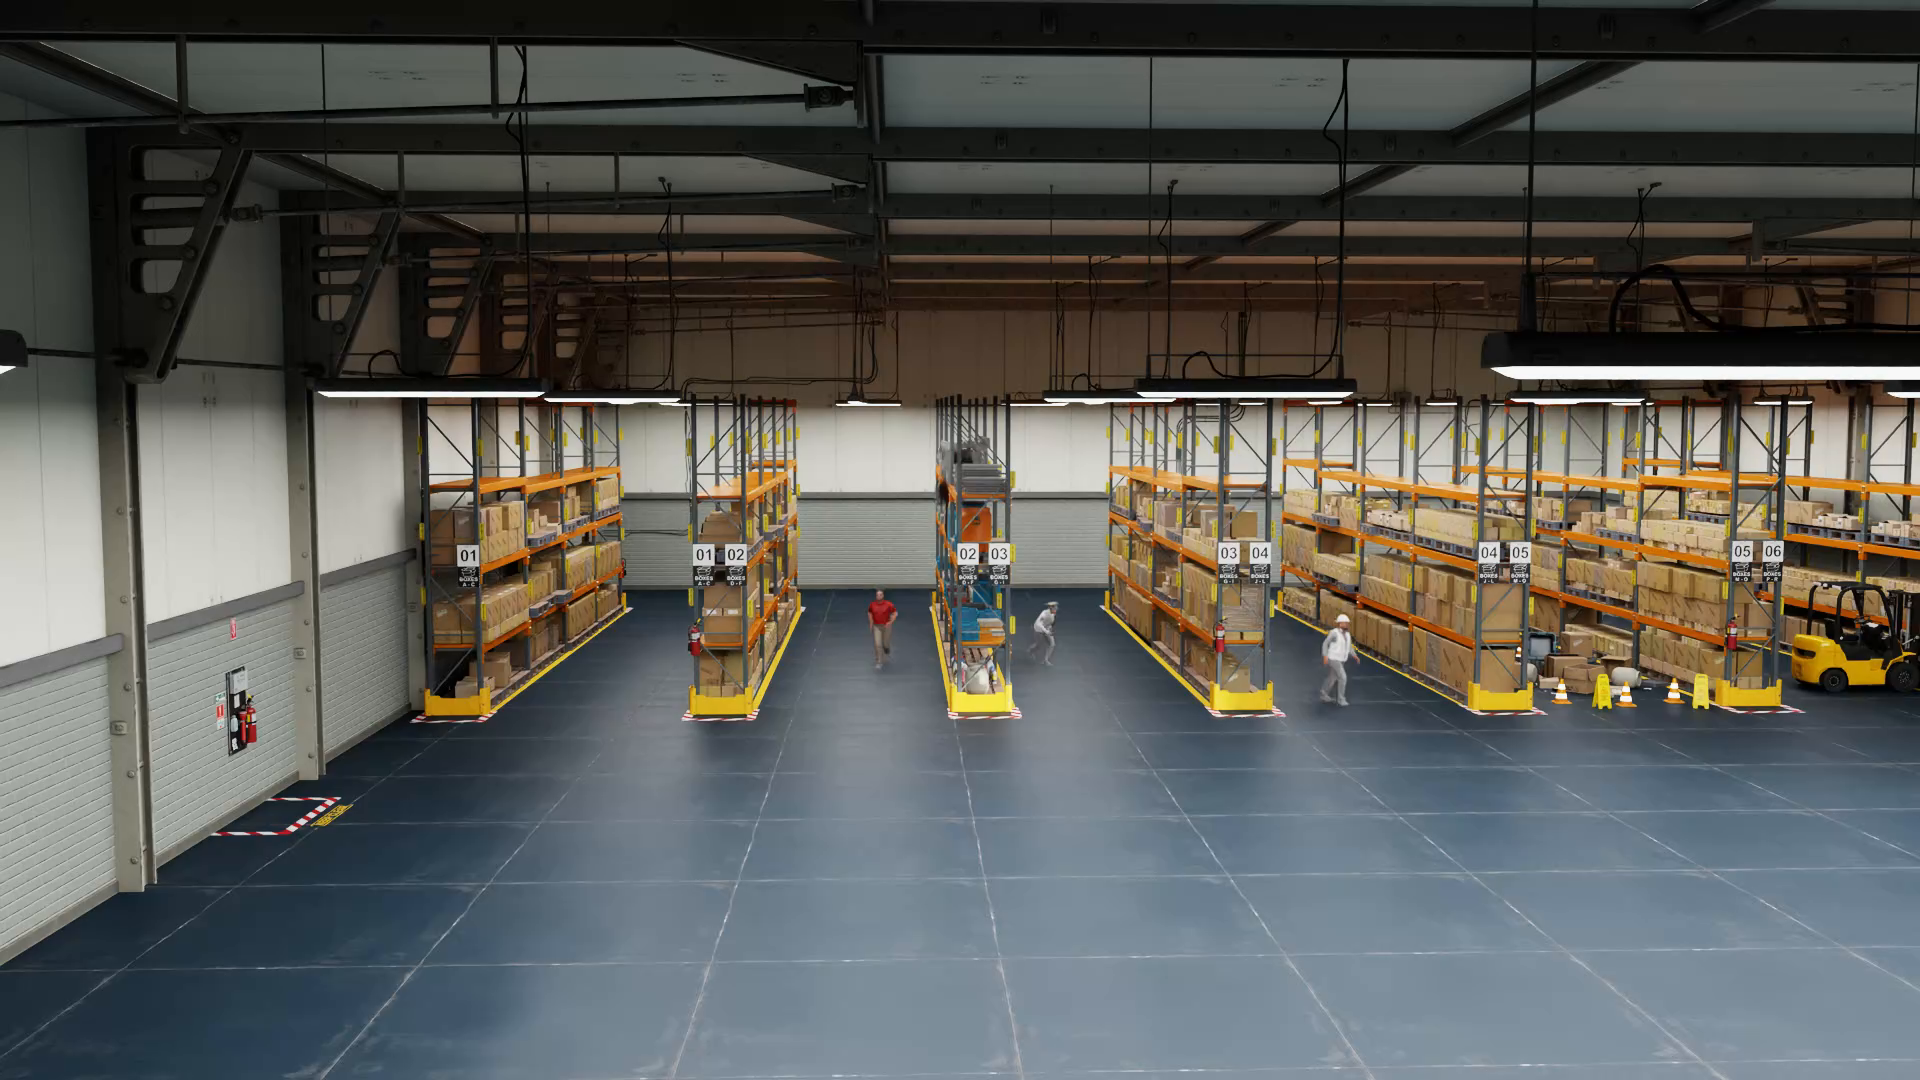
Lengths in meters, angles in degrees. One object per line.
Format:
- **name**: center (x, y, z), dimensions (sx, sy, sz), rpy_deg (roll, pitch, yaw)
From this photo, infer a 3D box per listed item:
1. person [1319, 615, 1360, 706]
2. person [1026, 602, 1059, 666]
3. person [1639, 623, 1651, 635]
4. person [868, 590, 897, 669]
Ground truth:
- **person**: center (7.306, 2.294, 32.217), dimensions (0.585, 1.729, 0.792), rpy_deg (-4, 6, -44)
- **person**: center (1.815, 2.082, 37.326), dimensions (0.608, 1.464, 1.102), rpy_deg (-4, 6, -39)
- **person**: center (17.073, 1.634, 41.340), dimensions (0.618, 1.687, 0.881), rpy_deg (-1, 5, -12)
- **person**: center (-1.716, 1.973, 36.954), dimensions (0.666, 1.747, 0.802), rpy_deg (1, 5, 10)
